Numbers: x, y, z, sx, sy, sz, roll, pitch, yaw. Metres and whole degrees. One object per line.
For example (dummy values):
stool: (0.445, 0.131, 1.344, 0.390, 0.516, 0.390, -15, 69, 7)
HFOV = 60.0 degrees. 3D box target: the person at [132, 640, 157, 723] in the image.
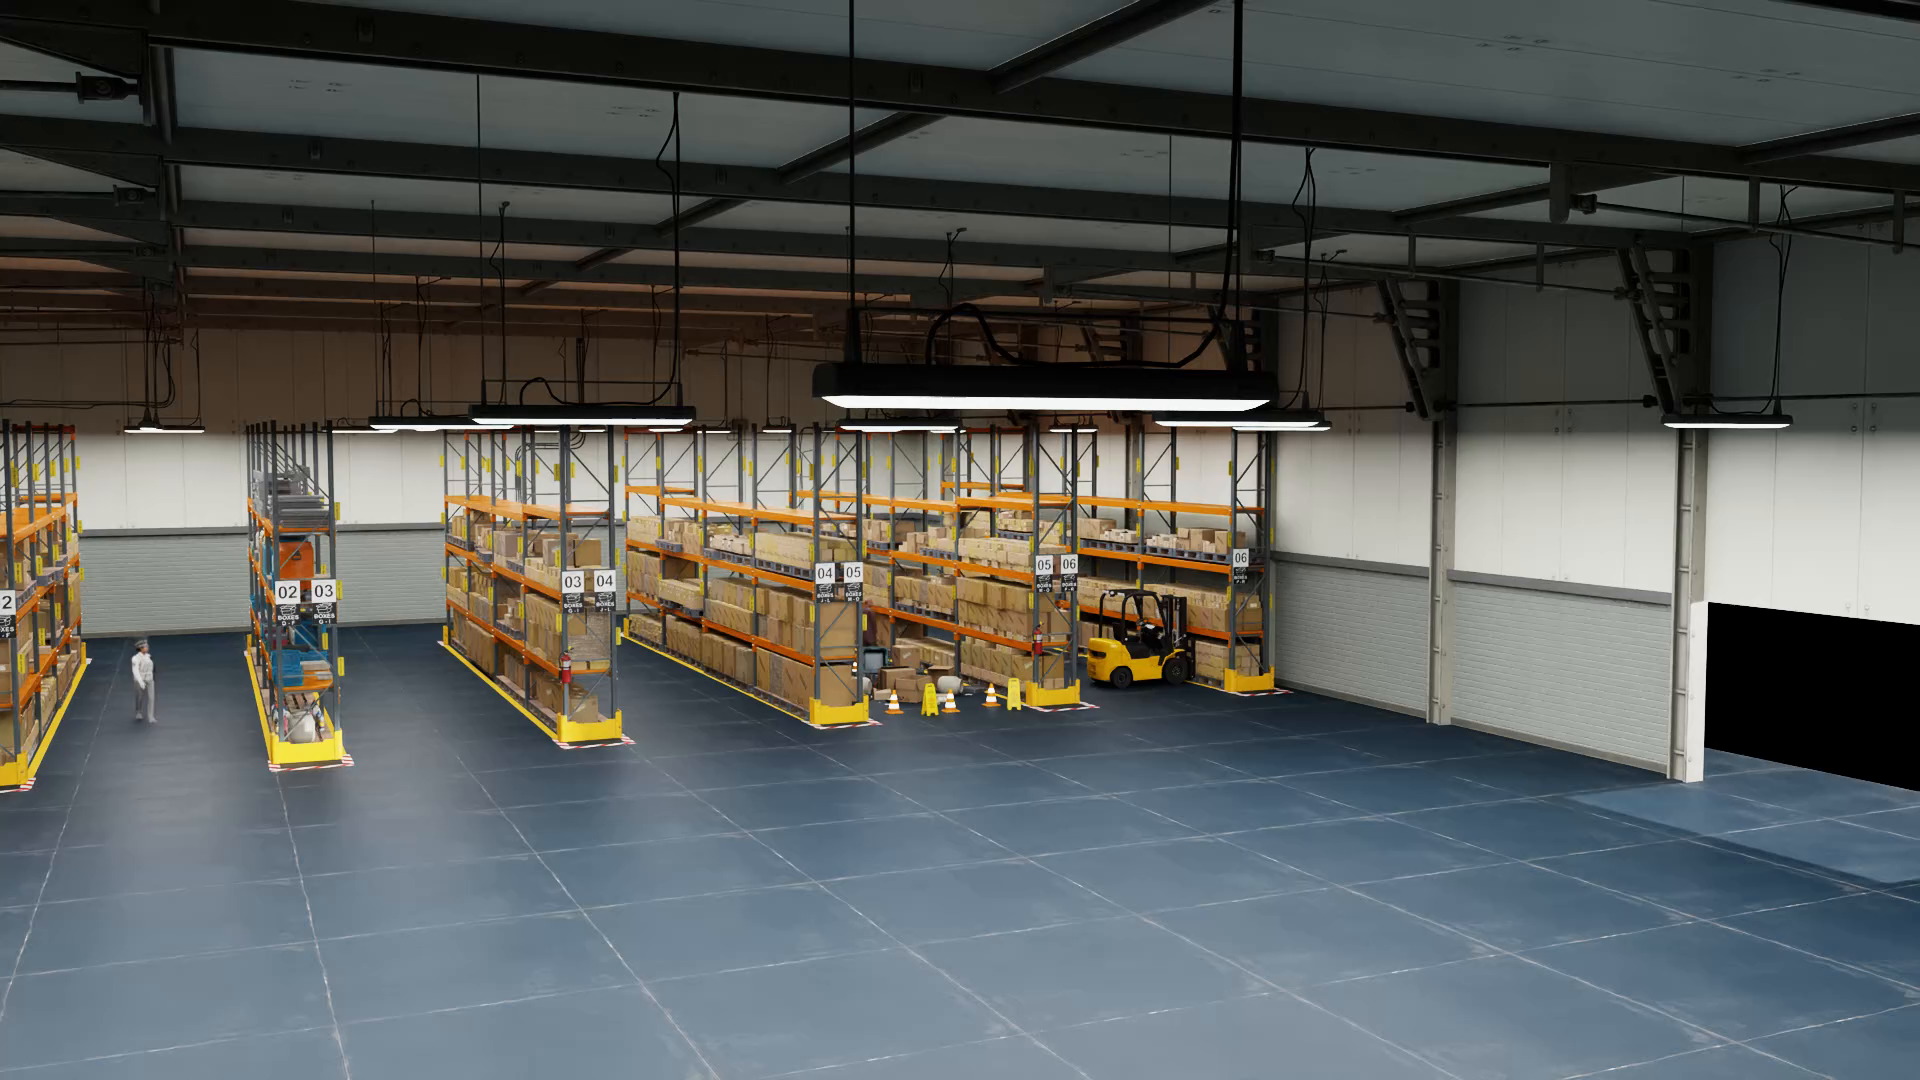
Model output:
person: (-16.307, 2.818, 33.235, 0.424, 1.639, 0.968, -2, 4, -31)

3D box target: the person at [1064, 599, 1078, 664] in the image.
person: (2.772, 2.286, 41.924, 0.410, 1.643, 0.515, 0, 4, -5)

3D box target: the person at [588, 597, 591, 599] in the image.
person: (-10.455, 2.041, 45.993, 0.575, 1.724, 0.381, 1, 4, 22)

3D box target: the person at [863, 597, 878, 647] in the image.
person: (-2.197, 2.275, 40.715, 0.655, 1.783, 0.440, 3, 5, 43)
